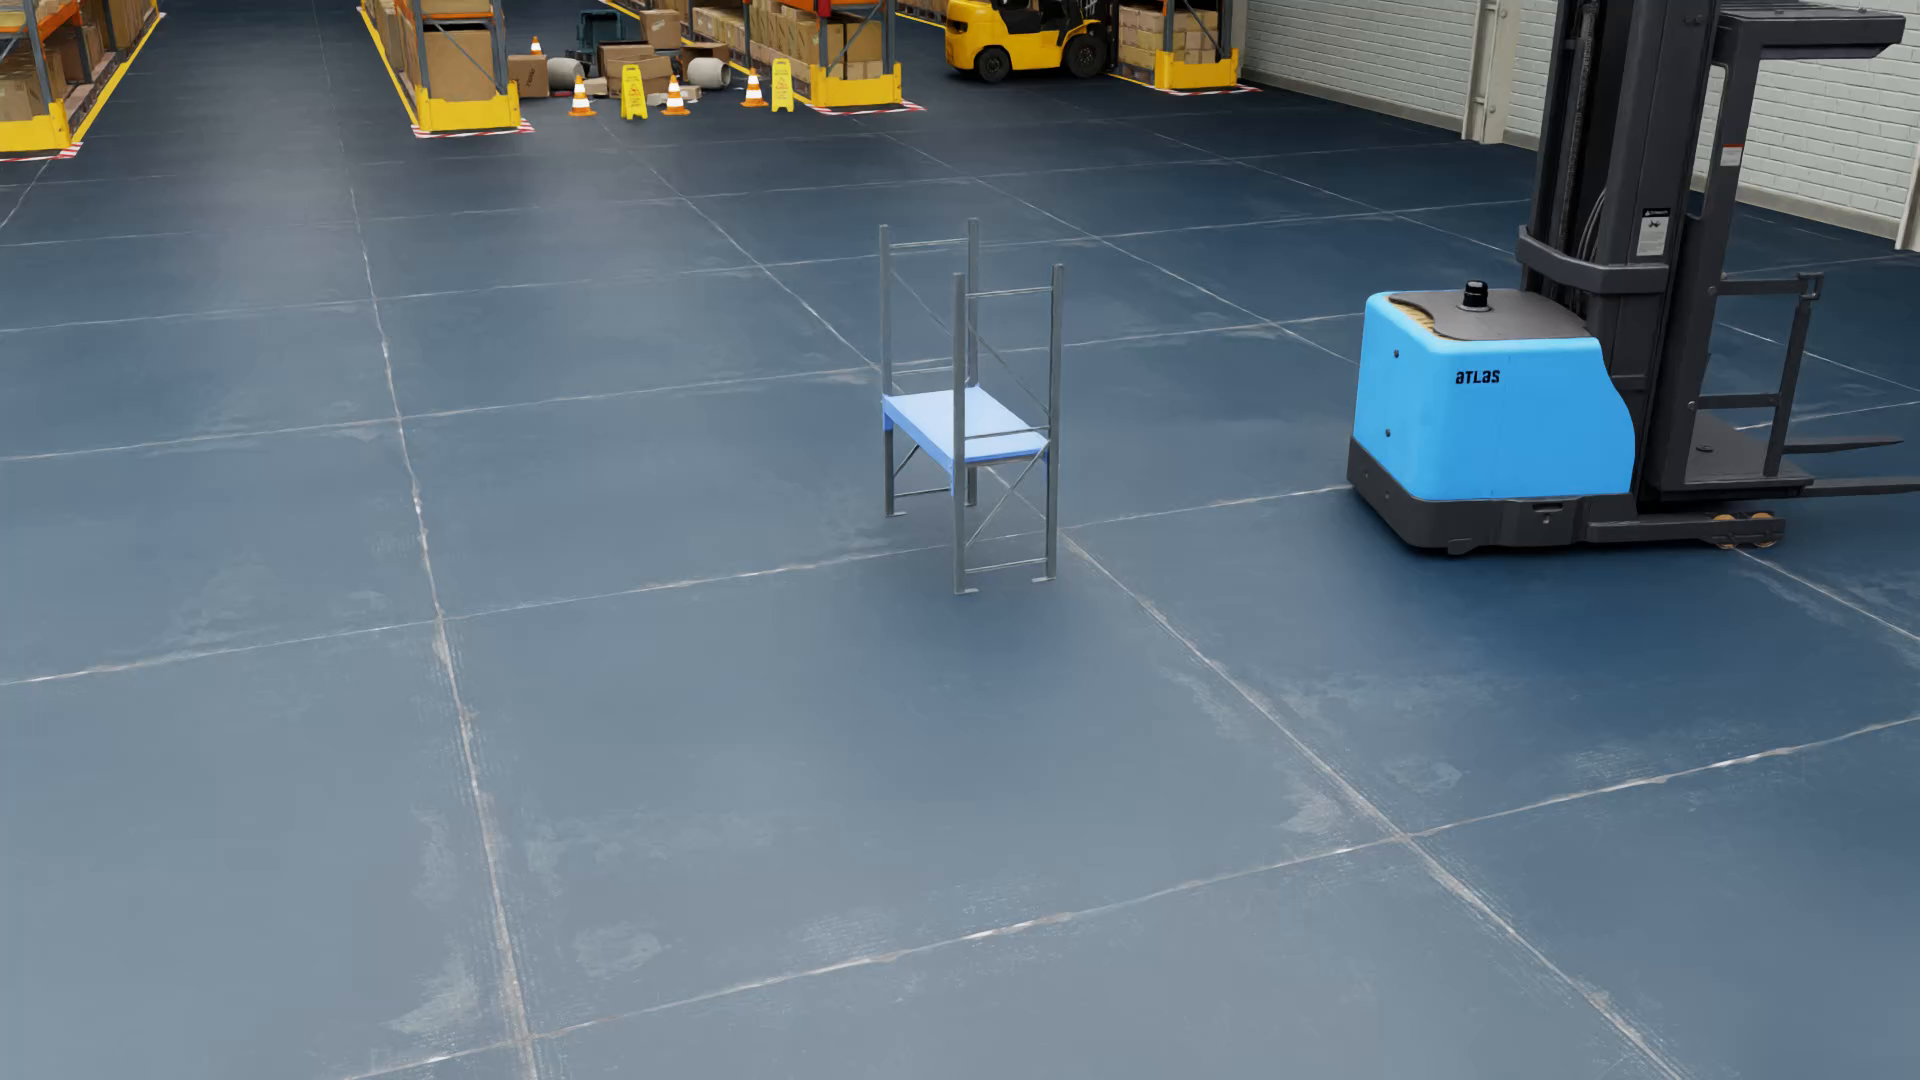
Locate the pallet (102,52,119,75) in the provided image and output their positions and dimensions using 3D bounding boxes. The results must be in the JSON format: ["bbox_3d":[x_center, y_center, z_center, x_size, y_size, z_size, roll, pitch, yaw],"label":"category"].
[{"bbox_3d":[-13.155,-7.086,24.791,1.003,0.211,1.213,-8,24,-19],"label":"pallet"}]

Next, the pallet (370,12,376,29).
[{"bbox_3d":[-10.437,-9.707,31.008,1.003,0.211,1.213,-8,24,-19],"label":"pallet"}]

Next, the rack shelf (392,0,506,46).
[{"bbox_3d":[-6.634,-6.787,21.418,1.077,0.370,4.000,-8,24,-19],"label":"rack shelf"}]

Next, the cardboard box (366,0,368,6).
[{"bbox_3d":[-11.443,-10.570,32.597,0.380,0.149,0.250,-8,24,-18],"label":"cardboard box"}]

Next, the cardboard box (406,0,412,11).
[{"bbox_3d":[-6.315,-6.787,20.297,0.875,0.550,0.550,-8,24,-19],"label":"cardboard box"}]

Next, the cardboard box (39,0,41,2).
[{"bbox_3d":[-11.197,-6.488,19.269,0.875,0.500,0.500,-8,24,-19],"label":"cardboard box"}]

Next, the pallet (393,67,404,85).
[{"bbox_3d":[-7.683,-6.831,24.185,1.003,0.211,1.213,-8,24,-19],"label":"pallet"}]

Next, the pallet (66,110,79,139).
[{"bbox_3d":[-10.884,-4.791,19.345,1.003,0.211,1.213,-8,24,-19],"label":"pallet"}]

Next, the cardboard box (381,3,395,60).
[{"bbox_3d":[-7.981,-7.567,24.696,1.050,0.750,0.750,-8,24,-19],"label":"cardboard box"}]

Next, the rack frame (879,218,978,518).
[{"bbox_3d":[-0.149,-0.845,8.323,0.500,1.500,0.032,-8,24,-19],"label":"rack frame"}]

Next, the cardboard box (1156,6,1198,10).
[{"bbox_3d":[3.138,-7.559,24.035,0.500,0.250,0.500,-8,24,-19],"label":"cardboard box"}]

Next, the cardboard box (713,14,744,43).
[{"bbox_3d":[-3.437,-8.247,26.798,0.950,0.372,0.625,-8,24,-17],"label":"cardboard box"}]

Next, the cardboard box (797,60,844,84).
[{"bbox_3d":[-1.878,-6.300,22.335,0.500,0.250,0.500,-8,24,-19],"label":"cardboard box"}]

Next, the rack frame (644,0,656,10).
[{"bbox_3d":[-5.571,-11.468,31.597,1.000,3.000,0.127,-8,24,-19],"label":"rack frame"}]

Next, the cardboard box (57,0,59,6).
[{"bbox_3d":[-11.149,-6.501,20.136,0.380,0.149,0.250,-8,24,-19],"label":"cardboard box"}]

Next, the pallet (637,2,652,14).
[{"bbox_3d":[-5.767,-10.470,32.820,1.003,0.211,1.213,-8,24,-19],"label":"pallet"}]

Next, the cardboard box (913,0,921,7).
[{"bbox_3d":[-0.599,-10.612,32.243,0.500,0.500,0.500,-9,25,-21],"label":"cardboard box"}]

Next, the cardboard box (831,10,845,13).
[{"bbox_3d":[-1.922,-7.286,23.708,0.500,0.500,0.500,-7,24,-16],"label":"cardboard box"}]

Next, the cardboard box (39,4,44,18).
[{"bbox_3d":[-10.733,-6.043,19.049,0.380,0.149,0.250,-8,24,-19],"label":"cardboard box"}]

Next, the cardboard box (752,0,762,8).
[{"bbox_3d":[-2.801,-7.827,24.158,0.380,0.149,0.250,-8,24,-18],"label":"cardboard box"}]

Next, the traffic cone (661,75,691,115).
[{"bbox_3d":[-3.609,-5.642,21.041,0.336,0.463,0.334,-8,24,-19],"label":"traffic cone"}]

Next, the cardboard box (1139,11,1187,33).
[{"bbox_3d":[2.856,-7.302,23.425,0.500,0.250,0.500,-8,24,-17],"label":"cardboard box"}]

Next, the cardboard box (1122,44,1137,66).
[{"bbox_3d":[2.682,-7.026,24.058,0.500,0.250,0.500,-8,24,-19],"label":"cardboard box"}]

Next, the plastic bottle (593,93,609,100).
[{"bbox_3d":[-4.834,-5.960,22.312,0.133,0.061,0.283,-18,29,-37],"label":"plastic bottle"}]

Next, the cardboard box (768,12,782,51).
[{"bbox_3d":[-2.408,-7.201,23.506,0.500,0.500,0.500,-7,24,-16],"label":"cardboard box"}]

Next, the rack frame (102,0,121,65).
[{"bbox_3d":[-13.429,-8.655,24.923,1.000,3.000,0.127,-8,24,-19],"label":"rack frame"}]

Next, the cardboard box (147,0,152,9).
[{"bbox_3d":[-15.954,-10.555,31.625,0.875,0.875,0.875,-8,24,-19],"label":"cardboard box"}]

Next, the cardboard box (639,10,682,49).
[{"bbox_3d":[-4.400,-7.503,24.434,0.500,0.500,0.500,-8,24,-19],"label":"cardboard box"}]

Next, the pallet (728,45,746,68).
[{"bbox_3d":[-3.022,-7.559,25.913,1.003,0.211,1.213,-8,24,-19],"label":"pallet"}]

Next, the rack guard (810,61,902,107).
[{"bbox_3d":[-1.359,-5.984,21.803,1.175,0.500,0.348,-8,24,-19],"label":"rack guard"}]

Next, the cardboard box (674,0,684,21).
[{"bbox_3d":[-4.636,-9.816,29.873,0.875,0.875,0.875,-8,24,-18],"label":"cardboard box"}]

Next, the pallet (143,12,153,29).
[{"bbox_3d":[-15.473,-9.555,30.647,1.003,0.211,1.213,-8,24,-19],"label":"pallet"}]

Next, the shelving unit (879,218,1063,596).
[{"bbox_3d":[0.030,-0.660,7.885,0.538,1.500,1.048,-8,24,-19],"label":"shelving unit"}]

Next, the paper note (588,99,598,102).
[{"bbox_3d":[-4.878,-5.811,22.000,0.144,0.017,0.142,0,23,-1],"label":"paper note"}]

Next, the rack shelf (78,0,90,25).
[{"bbox_3d":[-12.723,-7.597,23.339,1.077,0.370,4.000,-8,24,-19],"label":"rack shelf"}]

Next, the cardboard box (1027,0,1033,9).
[{"bbox_3d":[1.435,-8.814,27.817,0.875,0.625,0.625,-9,24,-20],"label":"cardboard box"}]

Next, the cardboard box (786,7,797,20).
[{"bbox_3d":[-2.137,-7.150,22.551,0.380,0.149,0.250,-8,24,-18],"label":"cardboard box"}]

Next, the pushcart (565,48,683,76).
[{"bbox_3d":[-4.861,-7.022,24.425,1.648,0.377,0.936,-18,29,-37],"label":"pushcart"}]

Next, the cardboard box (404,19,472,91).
[{"bbox_3d":[-6.541,-6.163,21.206,0.875,0.875,0.875,-9,24,-20],"label":"cardboard box"}]

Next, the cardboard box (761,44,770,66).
[{"bbox_3d":[-2.590,-7.044,24.100,0.500,0.250,0.500,-7,24,-16],"label":"cardboard box"}]

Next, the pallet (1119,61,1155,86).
[{"bbox_3d":[3.001,-6.778,24.059,1.003,0.211,1.213,-8,24,-19],"label":"pallet"}]

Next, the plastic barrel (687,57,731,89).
[{"bbox_3d":[-3.478,-6.464,23.041,0.512,0.421,0.421,8,24,18],"label":"plastic barrel"}]

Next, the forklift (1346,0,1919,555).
[{"bbox_3d":[3.608,-1.508,8.055,3.031,2.935,1.130,-3,23,-6],"label":"forklift"}]

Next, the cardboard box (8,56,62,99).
[{"bbox_3d":[-11.410,-5.671,20.520,0.500,0.500,0.500,-11,25,-24],"label":"cardboard box"}]

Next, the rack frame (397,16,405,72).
[{"bbox_3d":[-7.340,-7.846,23.002,1.000,3.000,0.127,-8,24,-19],"label":"rack frame"}]

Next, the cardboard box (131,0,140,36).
[{"bbox_3d":[-14.281,-8.769,27.387,1.225,0.875,0.875,-9,25,-21],"label":"cardboard box"}]

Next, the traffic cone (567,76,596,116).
[{"bbox_3d":[-4.786,-5.611,20.967,0.336,0.463,0.334,-8,24,-19],"label":"traffic cone"}]

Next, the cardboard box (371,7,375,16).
[{"bbox_3d":[-10.624,-9.728,30.598,0.380,0.149,0.250,-8,24,-18],"label":"cardboard box"}]

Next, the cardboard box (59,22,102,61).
[{"bbox_3d":[-12.966,-7.266,24.278,0.700,0.500,0.500,-10,25,-23],"label":"cardboard box"}]

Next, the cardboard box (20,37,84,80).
[{"bbox_3d":[-12.213,-6.479,22.411,0.700,0.500,0.500,-10,25,-23],"label":"cardboard box"}]

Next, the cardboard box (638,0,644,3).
[{"bbox_3d":[-6.010,-11.049,33.361,0.875,0.438,0.875,-9,25,-21],"label":"cardboard box"}]

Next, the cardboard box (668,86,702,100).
[{"bbox_3d":[-3.685,-5.993,22.278,0.380,0.149,0.250,4,23,9],"label":"cardboard box"}]

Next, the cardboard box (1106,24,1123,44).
[{"bbox_3d":[2.477,-7.450,24.419,0.500,0.250,0.500,-9,24,-20],"label":"cardboard box"}]

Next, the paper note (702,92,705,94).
[{"bbox_3d":[-3.504,-6.118,22.752,0.032,0.001,0.123,-8,24,-19],"label":"paper note"}]
